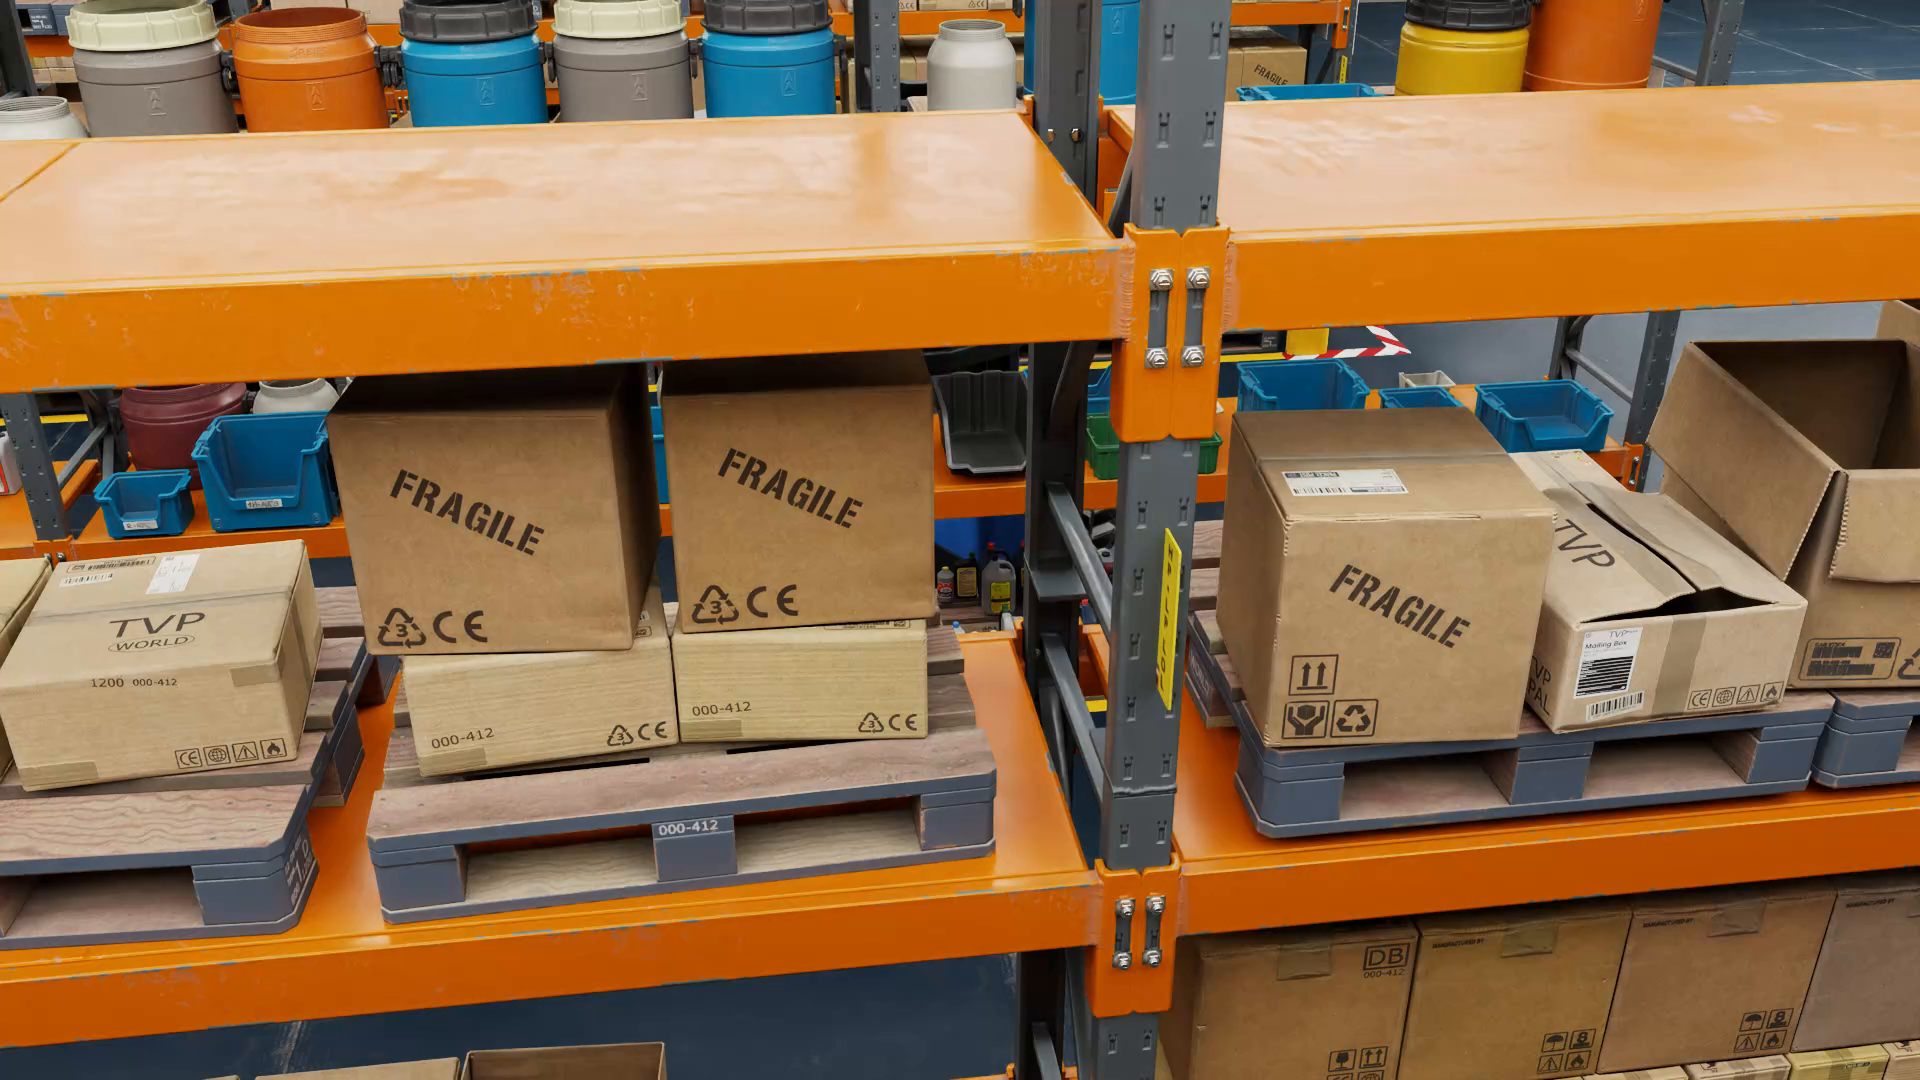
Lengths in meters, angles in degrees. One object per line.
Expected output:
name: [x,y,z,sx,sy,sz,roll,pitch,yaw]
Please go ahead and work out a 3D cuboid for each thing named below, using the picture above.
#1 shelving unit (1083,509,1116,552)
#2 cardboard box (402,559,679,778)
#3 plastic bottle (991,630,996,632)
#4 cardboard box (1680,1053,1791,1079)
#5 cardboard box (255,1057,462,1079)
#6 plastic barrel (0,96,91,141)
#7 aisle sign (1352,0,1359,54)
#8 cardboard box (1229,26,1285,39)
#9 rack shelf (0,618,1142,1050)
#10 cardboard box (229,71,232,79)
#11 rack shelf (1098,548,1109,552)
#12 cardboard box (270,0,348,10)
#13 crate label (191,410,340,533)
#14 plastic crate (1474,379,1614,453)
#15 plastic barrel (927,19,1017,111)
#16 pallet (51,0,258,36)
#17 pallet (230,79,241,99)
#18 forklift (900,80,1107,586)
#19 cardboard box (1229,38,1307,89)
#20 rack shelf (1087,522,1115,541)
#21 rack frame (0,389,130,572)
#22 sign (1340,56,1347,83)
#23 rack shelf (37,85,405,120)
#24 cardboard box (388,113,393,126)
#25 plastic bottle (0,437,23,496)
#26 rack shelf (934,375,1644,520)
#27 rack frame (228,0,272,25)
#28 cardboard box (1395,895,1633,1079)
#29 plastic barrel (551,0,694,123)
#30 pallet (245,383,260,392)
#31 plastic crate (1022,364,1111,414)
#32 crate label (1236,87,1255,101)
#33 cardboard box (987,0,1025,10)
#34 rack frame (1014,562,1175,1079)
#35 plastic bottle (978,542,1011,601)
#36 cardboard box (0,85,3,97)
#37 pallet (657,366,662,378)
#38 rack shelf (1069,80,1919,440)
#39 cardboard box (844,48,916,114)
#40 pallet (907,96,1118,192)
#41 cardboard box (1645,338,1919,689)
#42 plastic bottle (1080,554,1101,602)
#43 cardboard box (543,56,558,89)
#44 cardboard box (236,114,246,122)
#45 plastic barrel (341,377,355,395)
shelving unit: [0.786,-0.082,9.904,0.258,0.900,0.210,-20,39,-33]
cardboard box: [-0.867,0.220,3.454,0.500,0.250,0.500,-6,28,-12]
plastic bottle: [0.180,0.578,8.921,0.097,0.201,0.097,0,27,0]
cardboard box: [1.857,1.257,4.194,0.250,0.149,0.380,-4,27,-9]
cardboard box: [-1.492,1.666,4.108,0.500,0.500,0.500,-4,27,-7]
plastic barrel: [-4.009,-1.647,7.266,0.421,0.512,0.421,0,27,0]
aisle sign: [2.976,-4.154,12.713,0.004,0.787,0.394,-4,27,-7]
cardboard box: [2.290,-3.839,13.416,0.500,0.500,0.500,-4,27,-7]
rack shelf: [-1.693,0.716,3.571,4.000,0.370,1.077,-4,27,-7]
cardboard box: [-7.079,-4.642,16.326,0.250,0.149,0.380,-5,28,-9]
rack shelf: [0.772,0.098,10.017,0.258,0.077,0.200,-20,39,-33]
cardboard box: [-4.549,-3.803,11.755,0.500,0.250,0.500,-3,27,-6]
crate label: [-3.338,-0.338,8.085,0.616,0.435,0.502,-4,27,-7]
plastic crate: [3.109,-0.657,8.908,0.616,0.251,0.499,-4,27,-7]
plastic barrel: [0.055,-2.146,7.778,0.421,0.512,0.421,0,27,0]
pallet: [-5.680,-3.806,11.803,1.003,0.211,1.213,-2,27,-5]
pallet: [-7.595,-4.640,16.716,1.213,0.211,1.003,-4,27,-7]
forklift: [-0.388,-1.529,10.520,1.130,2.935,3.031,-20,33,-33]
cardboard box: [2.362,-3.604,12.958,0.500,0.500,0.500,-4,27,-7]
rack shelf: [0.784,-0.054,9.922,0.258,0.077,0.200,-20,39,-33]
rack frame: [-4.359,-0.382,8.208,0.127,3.000,1.000,-4,27,-7]
sign: [2.930,-3.533,12.735,0.005,0.325,0.100,-4,27,-7]
rack shelf: [-7.621,-4.422,16.870,4.000,0.370,1.077,-4,27,-7]
cardboard box: [-4.520,-2.904,12.555,0.500,0.500,0.500,-7,28,-13]
plastic bottle: [-4.812,-0.376,8.333,0.135,0.276,0.152,-4,27,-7]
rack shelf: [1.582,-0.443,9.116,4.000,0.370,1.077,-4,27,-7]
rack frame: [-5.049,-2.621,12.572,0.127,3.000,1.000,-4,27,-7]
cardboard box: [1.227,0.918,4.145,0.500,0.500,0.700,-4,27,-7]
plastic barrel: [-1.519,-2.022,7.569,0.600,0.901,0.600,0,27,0]
pallet: [-5.841,-1.364,13.177,1.213,0.211,1.003,-4,27,-7]
plastic crate: [0.660,-0.763,9.114,0.616,0.251,0.499,-4,27,-7]
crate label: [1.663,-2.189,8.608,0.408,0.251,0.502,-4,27,-7]
cardboard box: [0.410,-4.118,12.369,0.500,0.250,0.500,-5,28,-9]
rack frame: [0.288,1.603,4.339,0.127,3.000,1.000,-4,27,-7]
plastic bottle: [0.199,0.176,9.542,0.185,0.351,0.144,-4,27,-8]
cardboard box: [-7.085,-2.986,12.076,0.637,0.503,0.797,-3,27,-5]
pallet: [-1.859,-1.584,13.606,1.213,0.211,1.003,-4,27,-7]
rack shelf: [2.268,-0.695,3.473,4.000,0.370,1.077,-4,27,-7]
cardboard box: [-0.607,-3.410,12.580,0.500,0.500,0.500,-4,27,-7]
pallet: [0.302,-1.977,8.238,1.003,0.211,1.213,-4,27,-7]
cardboard box: [1.936,-0.074,3.596,0.637,0.503,0.797,-1,27,-1]
plastic bottle: [0.749,0.217,9.534,0.133,0.283,0.061,-4,27,-7]
cardboard box: [-4.156,-4.886,16.877,0.500,0.500,0.500,-4,27,-7]
cardboard box: [-7.351,-4.285,17.273,0.500,0.250,0.500,-3,27,-7]
plastic barrel: [-2.953,-0.620,8.550,0.421,0.512,0.421,0,27,0]
